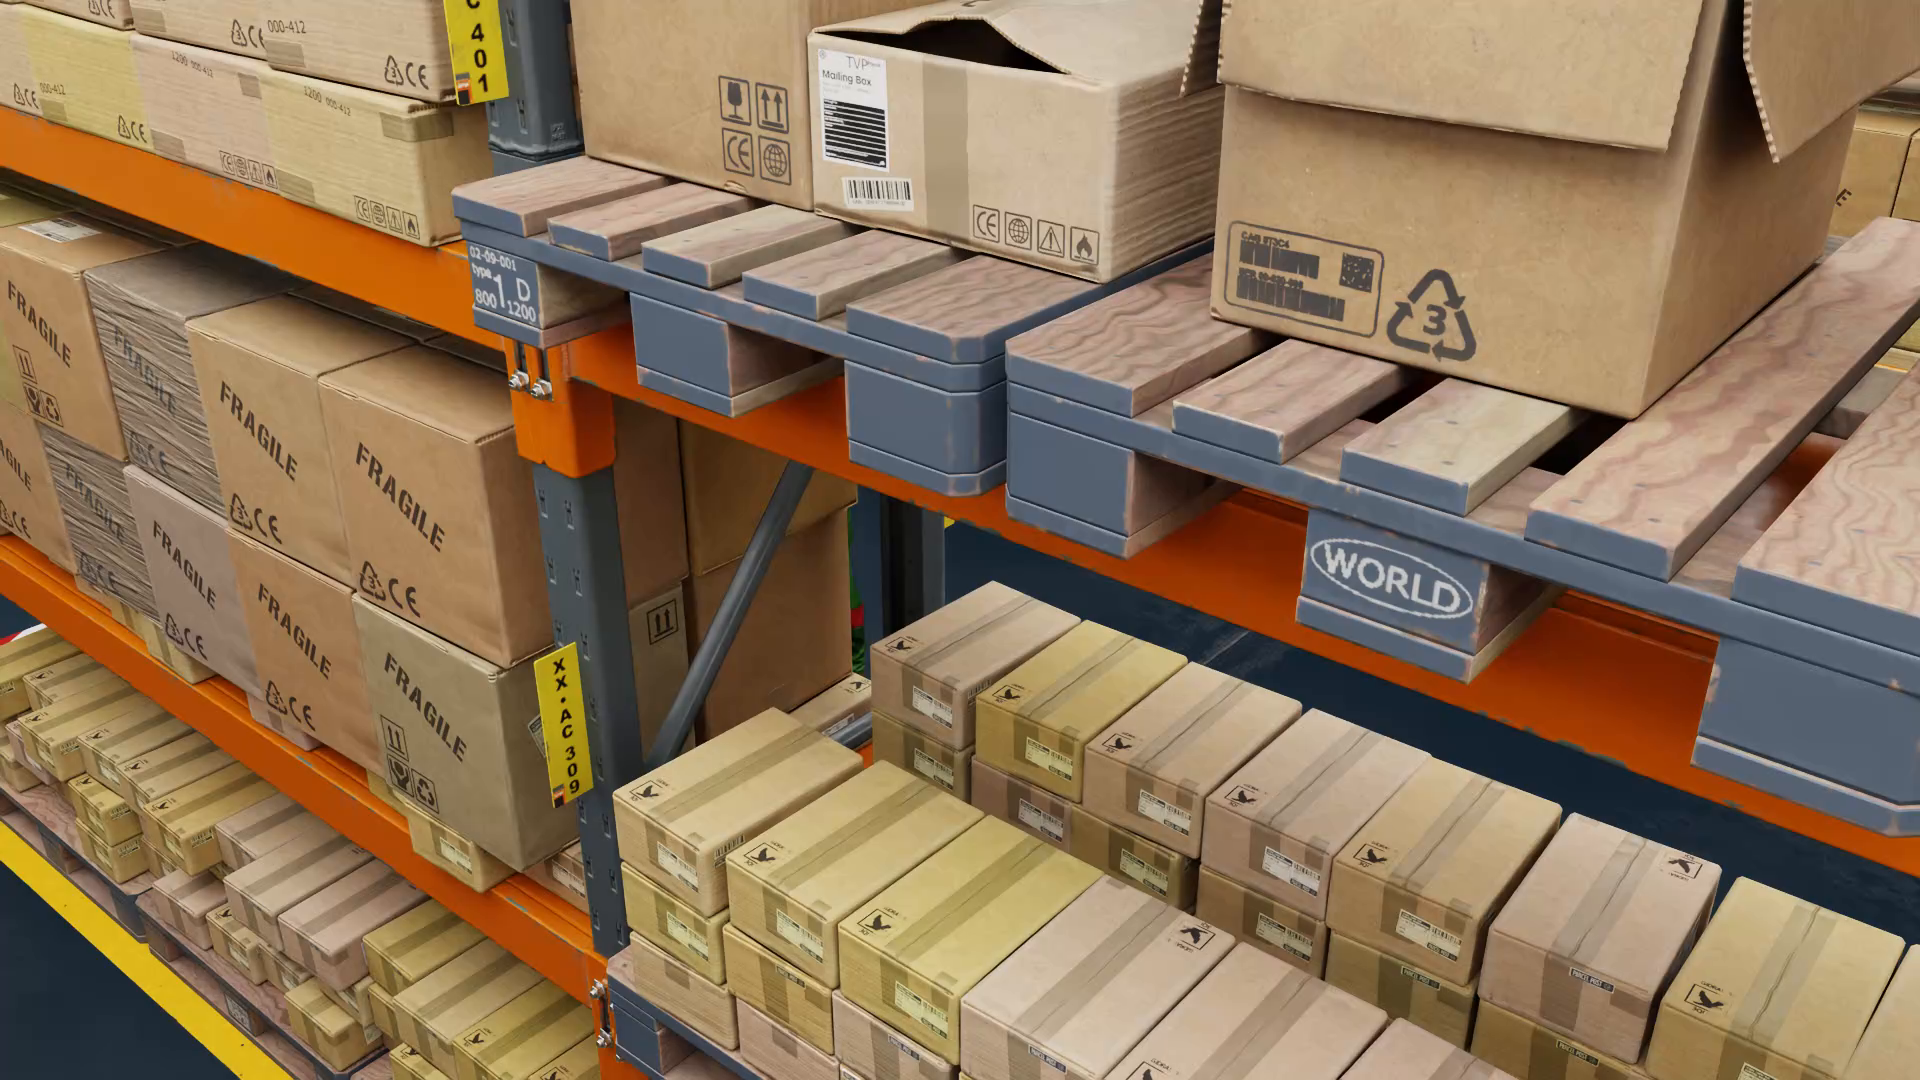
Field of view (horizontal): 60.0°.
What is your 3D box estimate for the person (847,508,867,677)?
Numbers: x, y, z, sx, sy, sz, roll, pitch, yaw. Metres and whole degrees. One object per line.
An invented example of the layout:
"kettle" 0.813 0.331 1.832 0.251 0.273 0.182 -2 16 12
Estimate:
"person" -0.678 -0.218 6.515 0.509 1.796 0.537 21 34 35
